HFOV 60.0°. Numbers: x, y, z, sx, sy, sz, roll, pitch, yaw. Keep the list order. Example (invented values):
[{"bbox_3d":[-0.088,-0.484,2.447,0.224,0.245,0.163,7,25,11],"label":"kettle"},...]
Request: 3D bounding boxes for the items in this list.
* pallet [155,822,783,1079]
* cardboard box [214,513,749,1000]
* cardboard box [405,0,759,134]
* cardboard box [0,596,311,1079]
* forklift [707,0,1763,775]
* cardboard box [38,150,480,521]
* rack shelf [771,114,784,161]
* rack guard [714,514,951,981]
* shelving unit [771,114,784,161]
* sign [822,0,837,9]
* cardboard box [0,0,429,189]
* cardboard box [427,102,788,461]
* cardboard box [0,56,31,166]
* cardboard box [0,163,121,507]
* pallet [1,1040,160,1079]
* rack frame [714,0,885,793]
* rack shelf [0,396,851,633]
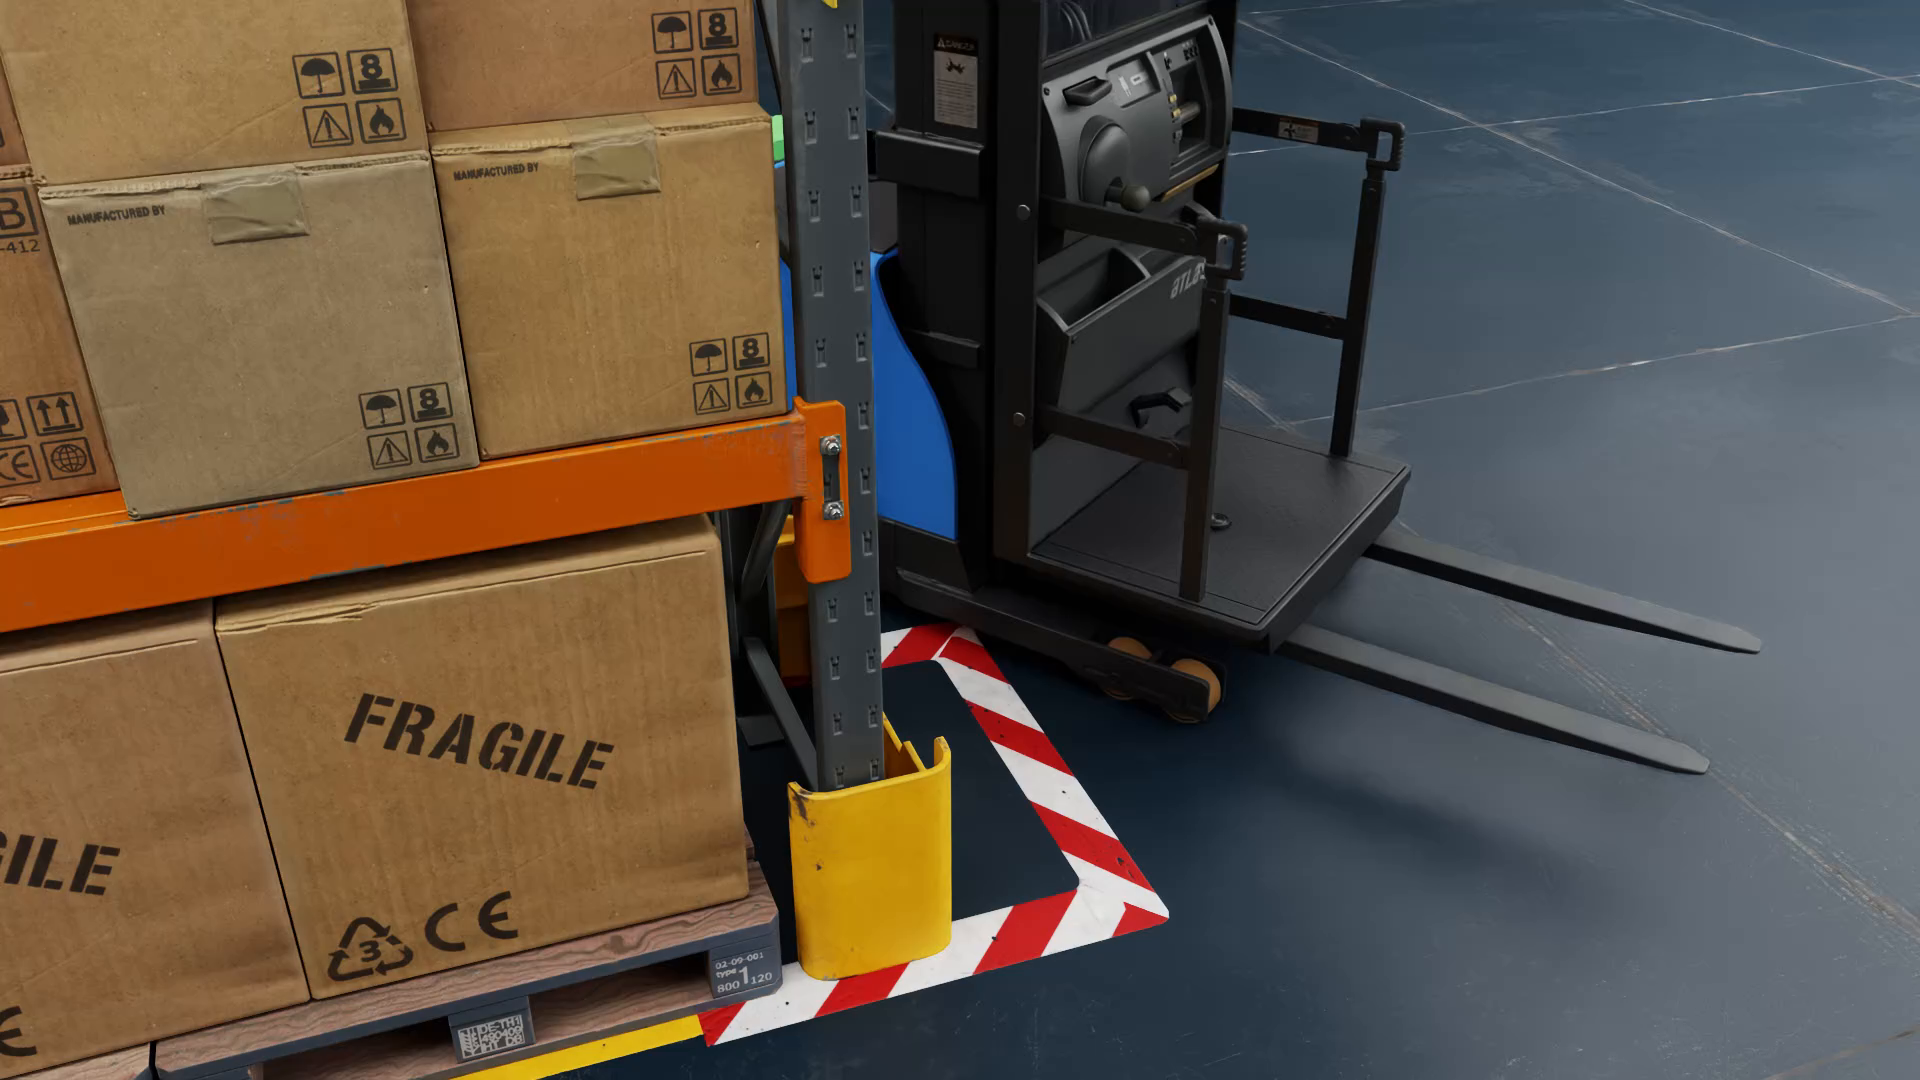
[{"bbox_3d":[-1.109,0.746,3.728,1.213,0.211,1.003,-10,31,-18],"label":"pallet"},{"bbox_3d":[-1.000,0.248,3.506,0.875,0.875,0.875,-10,31,-17],"label":"cardboard box"},{"bbox_3d":[-0.749,-1.128,2.958,0.550,0.550,0.875,-10,31,-18],"label":"cardboard box"},{"bbox_3d":[-1.824,0.401,3.238,0.875,0.875,0.875,-11,31,-18],"label":"cardboard box"},{"bbox_3d":[0.645,-1.089,4.201,3.031,2.935,1.130,18,34,29],"label":"forklift"},{"bbox_3d":[-1.227,-0.515,2.972,0.550,0.550,0.875,-10,31,-18],"label":"cardboard box"},{"bbox_3d":[-0.656,-1.266,5.419,0.480,0.148,0.258,-24,38,-36],"label":"rack shelf"},{"bbox_3d":[-0.365,0.442,3.969,0.348,0.500,1.175,-10,31,-18],"label":"rack guard"},{"bbox_3d":[-0.656,-0.904,5.625,0.503,1.200,0.258,-24,38,-36],"label":"shelving unit"},{"bbox_3d":[-0.211,-0.992,2.552,0.005,0.325,0.100,-10,31,-18],"label":"sign"},{"bbox_3d":[-1.232,-0.991,2.716,0.550,0.550,0.875,-10,31,-18],"label":"cardboard box"},{"bbox_3d":[-0.719,-0.620,3.157,0.550,0.550,0.875,-10,31,-18],"label":"cardboard box"},{"bbox_3d":[-1.804,-0.957,2.657,0.550,0.550,0.875,-10,31,-18],"label":"cardboard box"},{"bbox_3d":[-1.796,-0.477,2.905,0.550,0.550,0.875,-10,31,-18],"label":"cardboard box"},{"bbox_3d":[-2.251,0.955,3.361,1.213,0.211,1.003,-10,31,-18],"label":"pallet"},{"bbox_3d":[-0.387,-0.640,3.343,0.127,3.000,1.000,-10,31,-18],"label":"rack frame"},{"bbox_3d":[-2.262,0.018,2.915,4.000,0.370,1.077,-10,31,-18],"label":"rack shelf"}]
